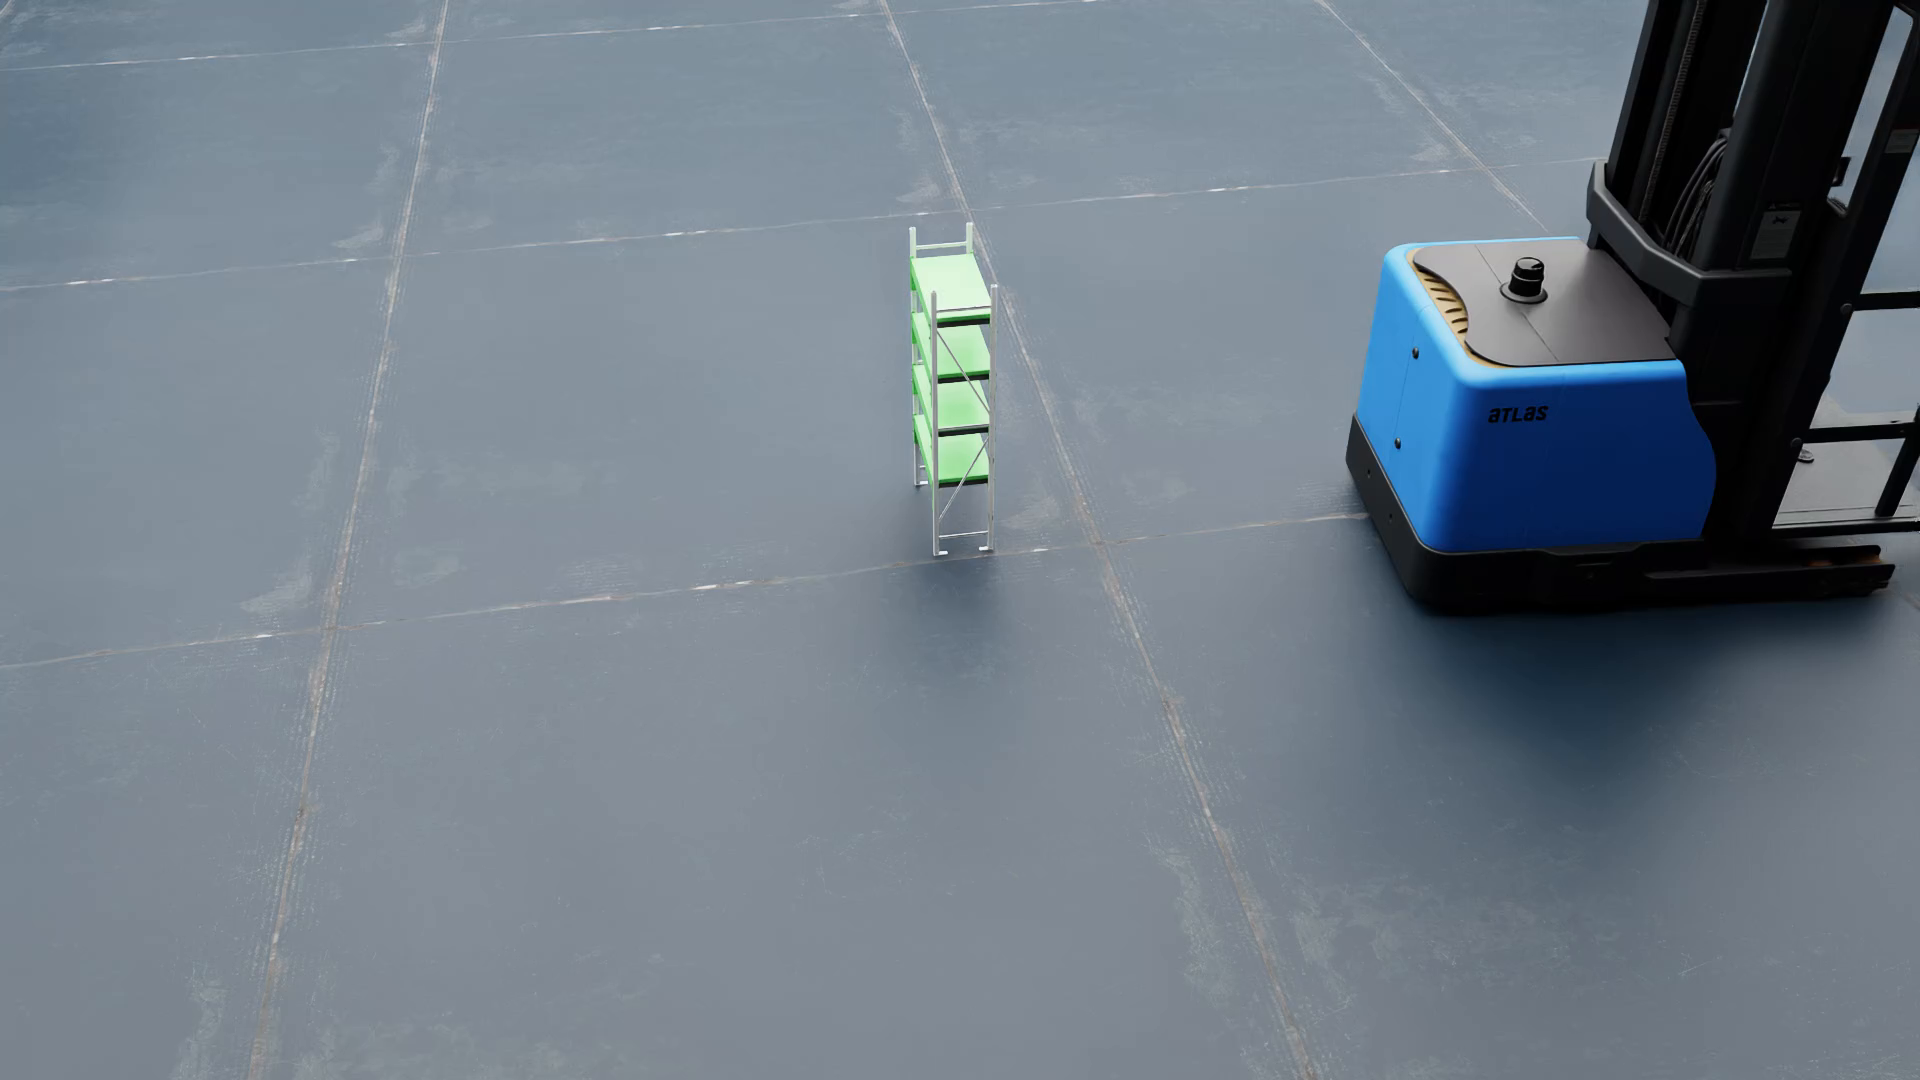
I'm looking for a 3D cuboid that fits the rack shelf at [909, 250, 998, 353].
[{"bbox_3d":[-0.029,-0.902,6.255,0.258,0.148,0.480,-6,38,-8],"label":"rack shelf"}]

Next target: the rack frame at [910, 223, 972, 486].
[{"bbox_3d":[-0.072,-0.721,6.700,0.240,1.200,0.015,-6,38,-8],"label":"rack frame"}]

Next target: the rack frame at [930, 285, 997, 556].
[{"bbox_3d":[0.014,-0.426,6.321,0.240,1.200,0.015,-6,38,-8],"label":"rack frame"}]

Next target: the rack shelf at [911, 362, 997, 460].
[{"bbox_3d":[-0.029,-0.523,6.550,0.258,0.148,0.480,-6,38,-8],"label":"rack shelf"}]

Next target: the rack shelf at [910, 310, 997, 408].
[{"bbox_3d":[-0.029,-0.713,6.403,0.258,0.148,0.480,-6,38,-8],"label":"rack shelf"}]

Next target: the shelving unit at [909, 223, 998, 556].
[{"bbox_3d":[-0.029,-0.574,6.511,0.258,1.200,0.503,-6,38,-8],"label":"shelving unit"}]

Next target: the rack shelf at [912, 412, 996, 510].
[{"bbox_3d":[-0.029,-0.334,6.697,0.258,0.148,0.480,-6,38,-8],"label":"rack shelf"}]

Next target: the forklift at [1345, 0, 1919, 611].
[{"bbox_3d":[3.185,-1.257,5.979,3.031,2.935,1.130,-3,38,-4],"label":"forklift"}]
